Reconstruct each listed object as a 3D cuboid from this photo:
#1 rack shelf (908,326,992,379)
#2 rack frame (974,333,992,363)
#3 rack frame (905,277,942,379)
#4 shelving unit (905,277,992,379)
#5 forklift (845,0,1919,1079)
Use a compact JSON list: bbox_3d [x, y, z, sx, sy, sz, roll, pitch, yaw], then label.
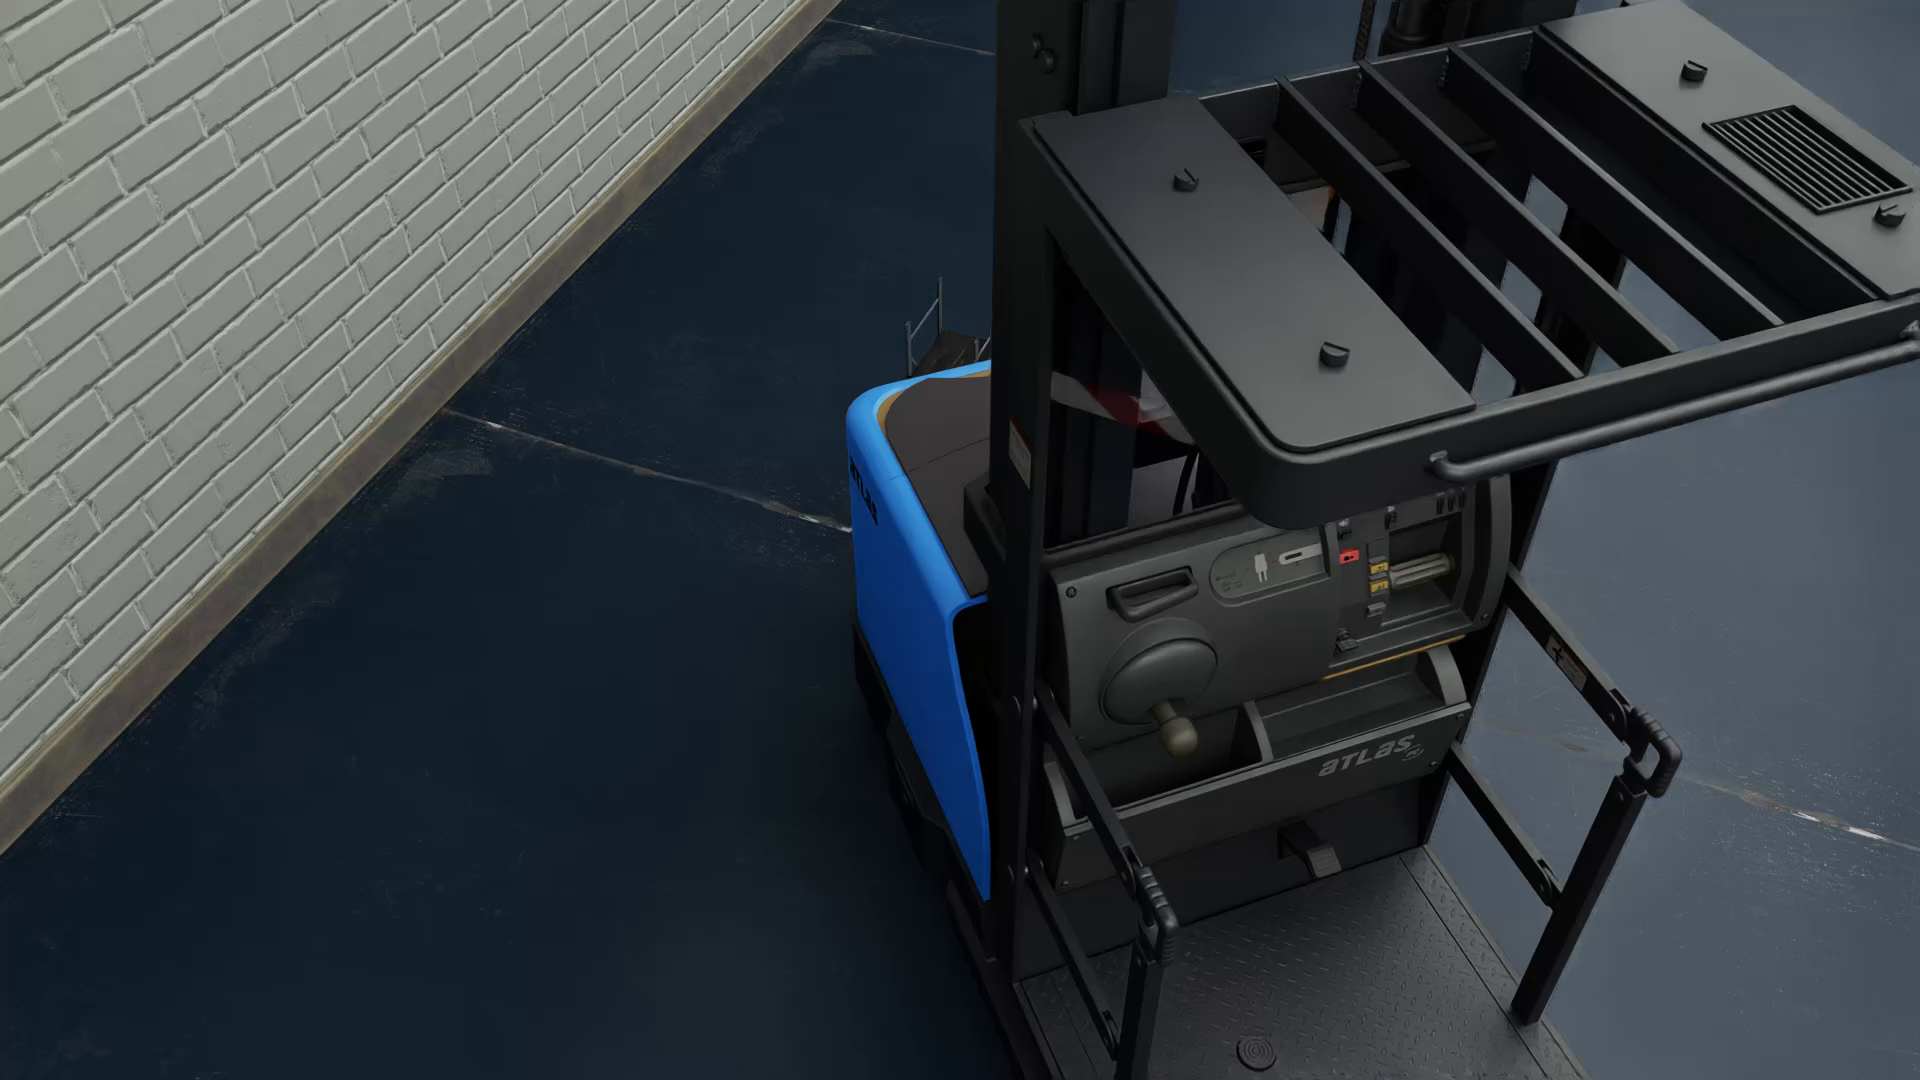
[{"bbox_3d":[-0.007,-0.489,4.768,0.200,0.077,0.258,16,47,16],"label":"rack shelf"},{"bbox_3d":[0.086,-0.294,4.907,0.006,0.900,0.240,16,47,16],"label":"rack frame"},{"bbox_3d":[-0.101,-0.349,4.963,0.006,0.900,0.240,16,47,16],"label":"rack frame"},{"bbox_3d":[-0.007,-0.321,4.935,0.210,0.900,0.258,16,47,16],"label":"shelving unit"},{"bbox_3d":[0.694,0.213,2.958,1.130,2.935,3.031,-15,47,-14],"label":"forklift"}]
